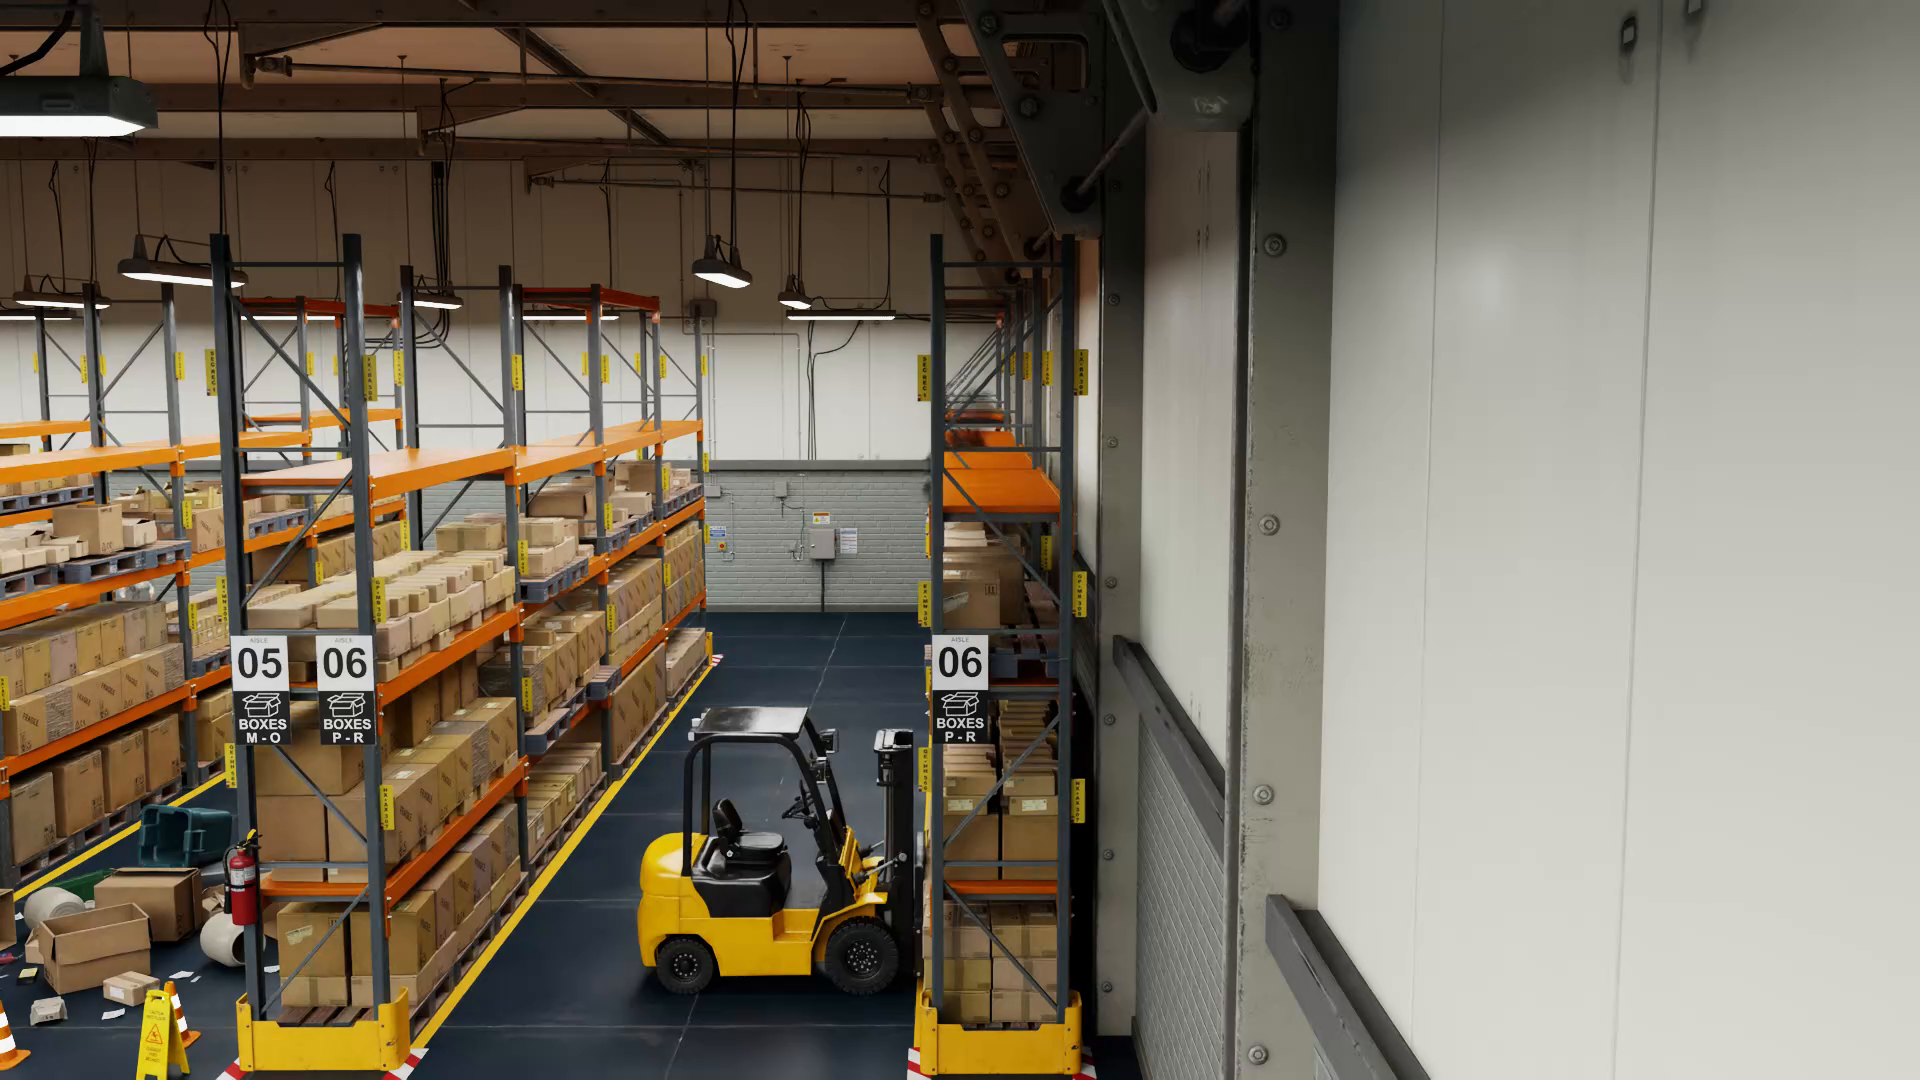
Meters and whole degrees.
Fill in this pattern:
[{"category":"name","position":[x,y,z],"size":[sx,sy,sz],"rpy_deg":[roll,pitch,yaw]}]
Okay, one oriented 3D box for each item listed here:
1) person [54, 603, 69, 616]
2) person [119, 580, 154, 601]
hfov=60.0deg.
[{"category":"person","position":[-12.785,1.734,23.711],"size":[0.575,1.727,0.742],"rpy_deg":[-1,6,-11]},{"category":"person","position":[-14.365,1.176,29.100],"size":[0.736,1.574,0.604],"rpy_deg":[4,8,33]}]
